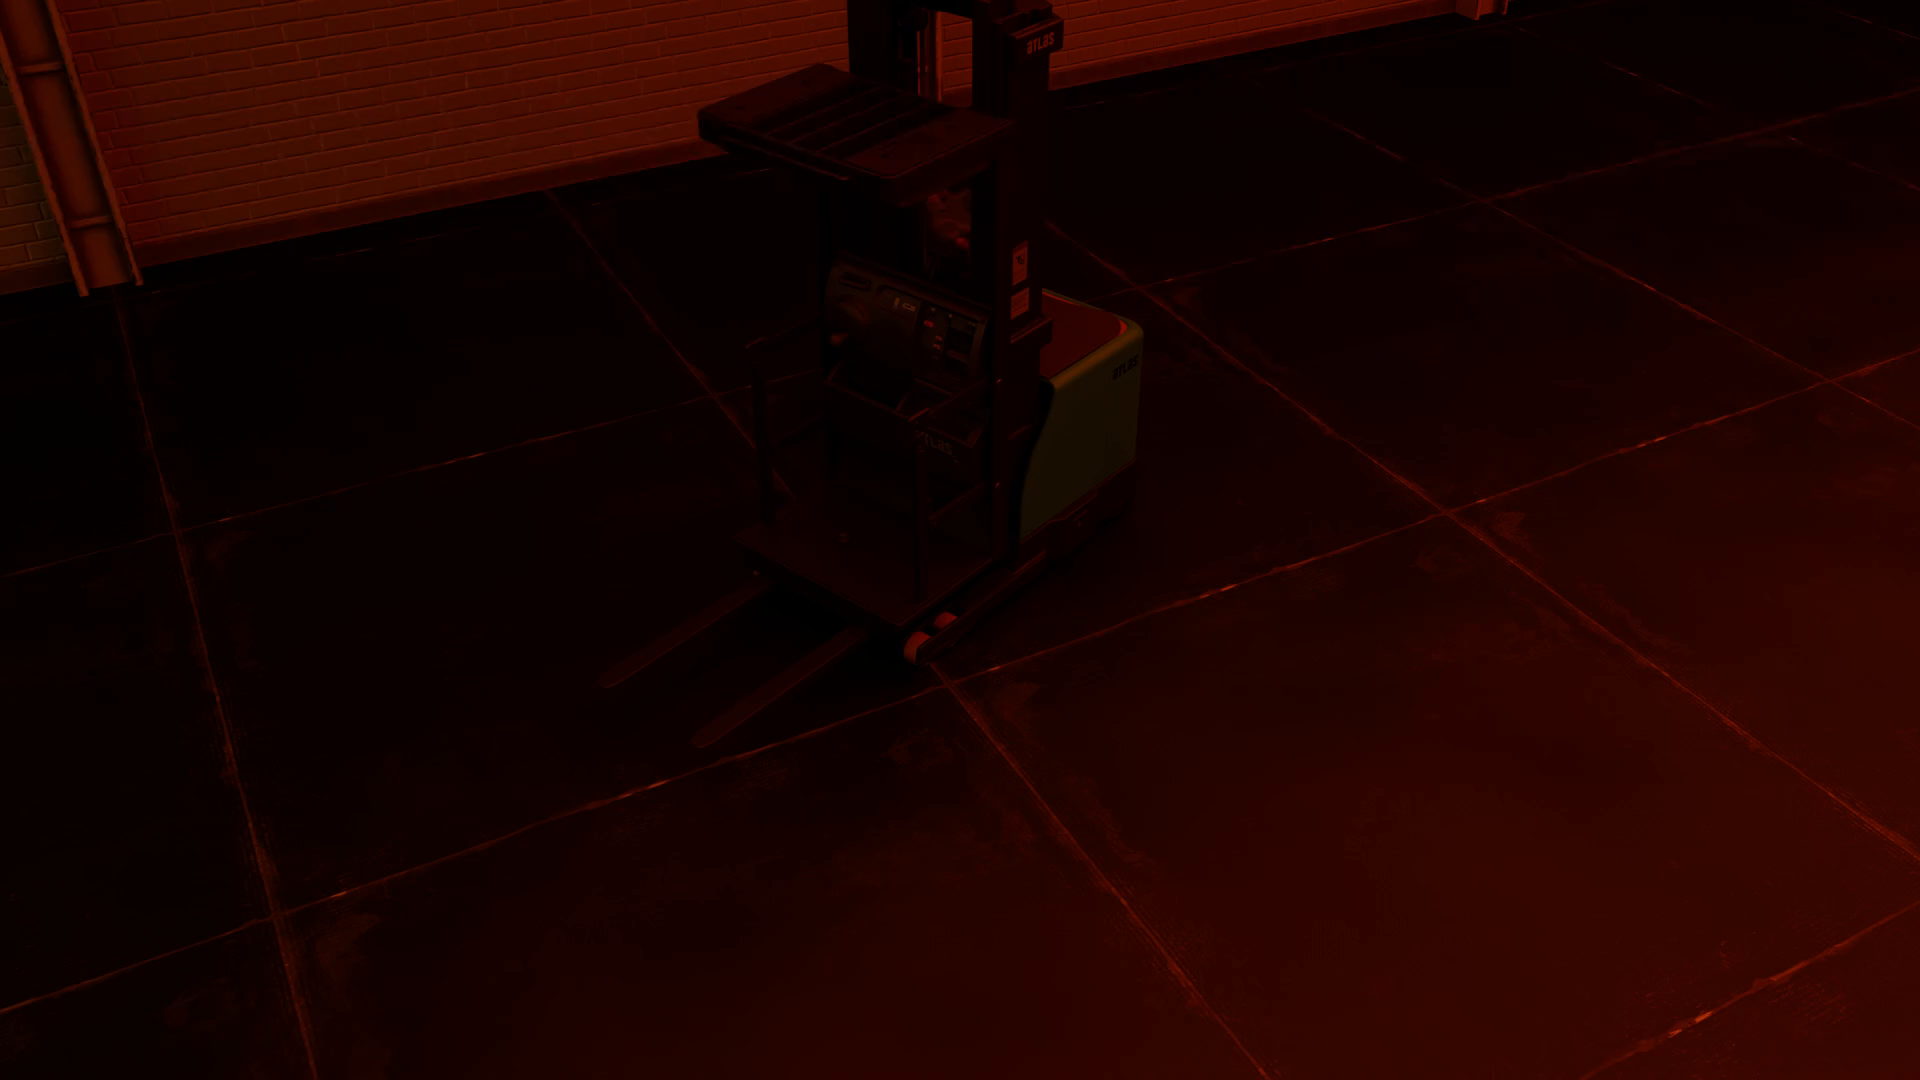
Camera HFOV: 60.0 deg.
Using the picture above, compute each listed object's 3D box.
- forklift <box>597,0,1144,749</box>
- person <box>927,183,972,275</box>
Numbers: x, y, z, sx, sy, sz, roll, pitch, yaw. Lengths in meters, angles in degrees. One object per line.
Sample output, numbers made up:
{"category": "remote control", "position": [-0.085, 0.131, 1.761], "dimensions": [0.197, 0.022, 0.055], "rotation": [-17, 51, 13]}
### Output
{"category": "forklift", "position": [-0.390, -0.927, 7.434], "dimensions": [1.130, 2.935, 3.031], "rotation": [26, 43, 31]}
{"category": "person", "position": [0.095, -1.392, 9.312], "dimensions": [0.679, 1.490, 1.017], "rotation": [-5, 36, -7]}
